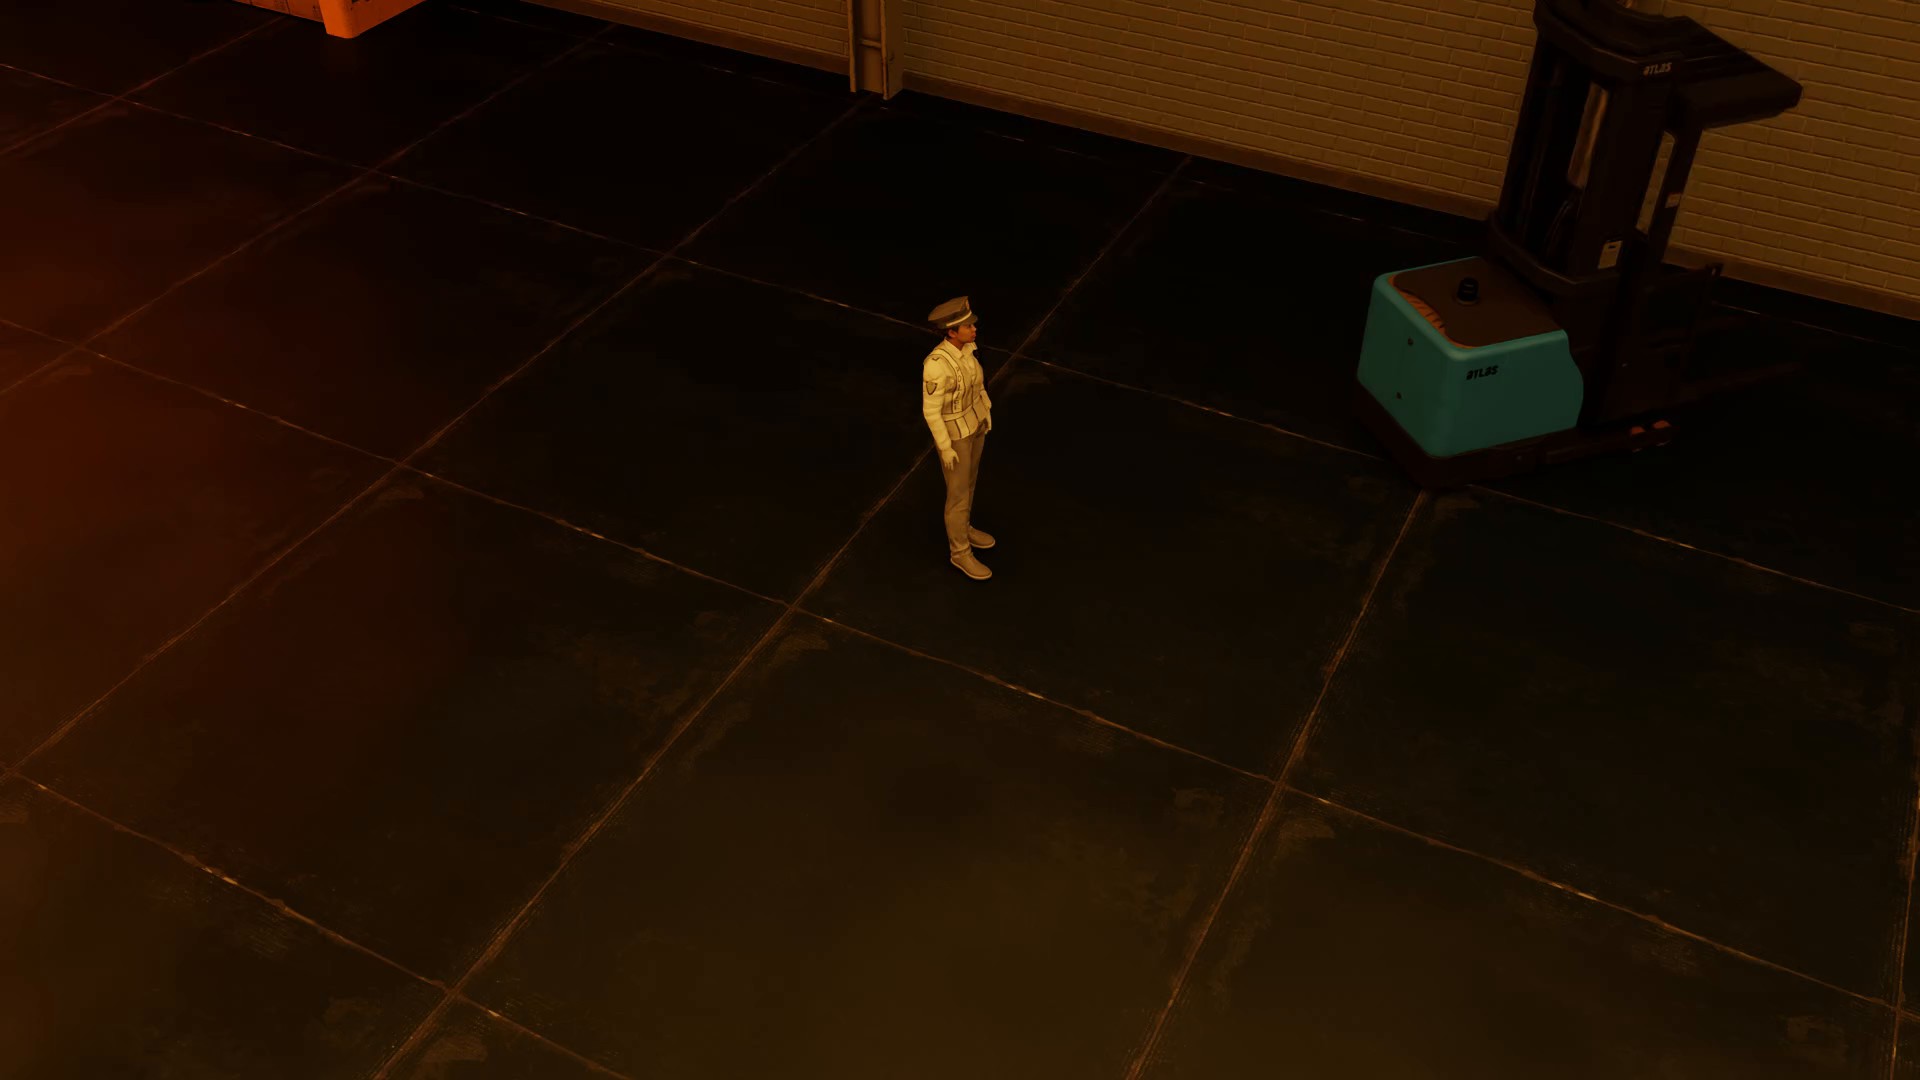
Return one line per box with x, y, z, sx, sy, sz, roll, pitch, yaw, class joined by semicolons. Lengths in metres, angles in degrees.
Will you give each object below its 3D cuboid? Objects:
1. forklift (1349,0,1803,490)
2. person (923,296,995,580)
4.197;-2.012;10.376;3.031;2.935;1.130;-13;42;-15;forklift
0.057;-0.629;9.682;0.532;1.694;0.586;18;43;21;person
